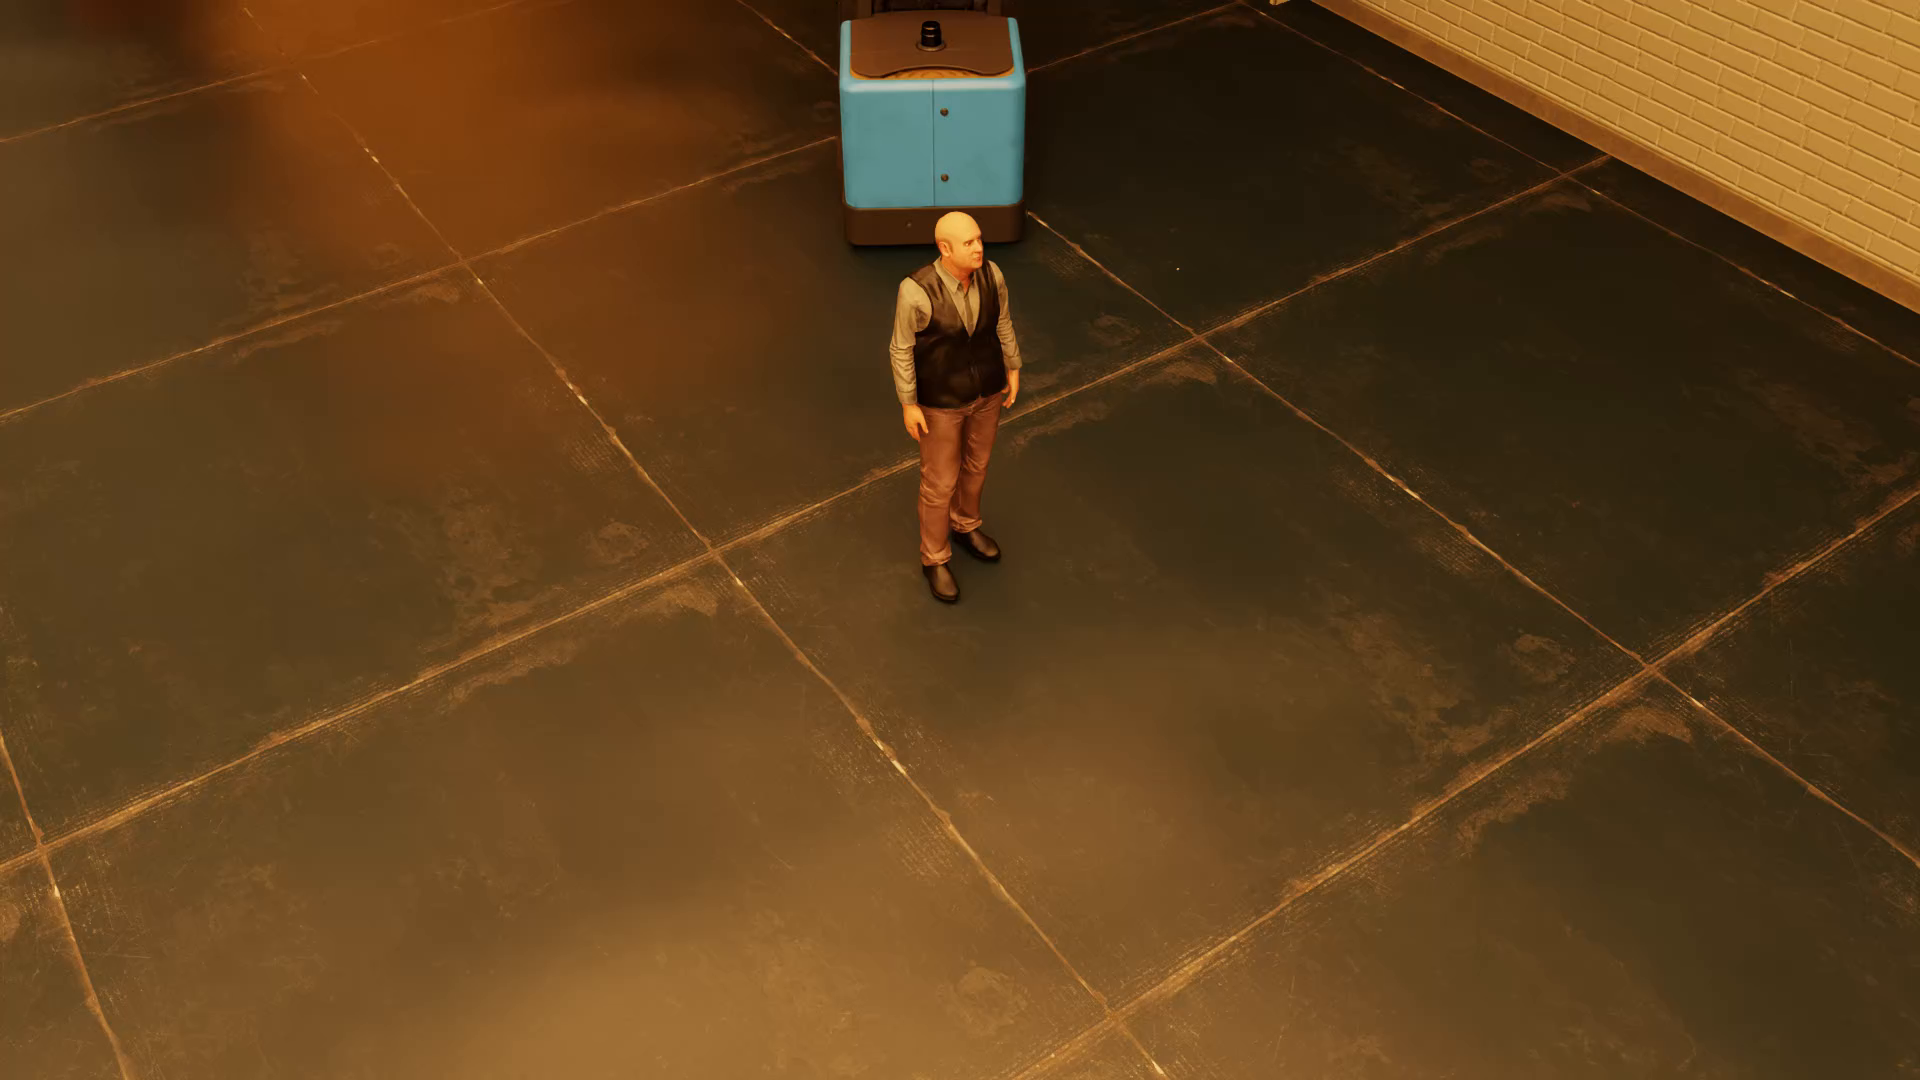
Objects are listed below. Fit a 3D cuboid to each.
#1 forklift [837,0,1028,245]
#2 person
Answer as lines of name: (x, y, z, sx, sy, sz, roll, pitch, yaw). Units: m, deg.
forklift: (-0.205, -3.765, 9.802, 1.130, 2.935, 3.031, -2, 43, -2)
person: (0.030, -0.600, 7.249, 0.633, 1.722, 0.566, -25, 48, -25)
